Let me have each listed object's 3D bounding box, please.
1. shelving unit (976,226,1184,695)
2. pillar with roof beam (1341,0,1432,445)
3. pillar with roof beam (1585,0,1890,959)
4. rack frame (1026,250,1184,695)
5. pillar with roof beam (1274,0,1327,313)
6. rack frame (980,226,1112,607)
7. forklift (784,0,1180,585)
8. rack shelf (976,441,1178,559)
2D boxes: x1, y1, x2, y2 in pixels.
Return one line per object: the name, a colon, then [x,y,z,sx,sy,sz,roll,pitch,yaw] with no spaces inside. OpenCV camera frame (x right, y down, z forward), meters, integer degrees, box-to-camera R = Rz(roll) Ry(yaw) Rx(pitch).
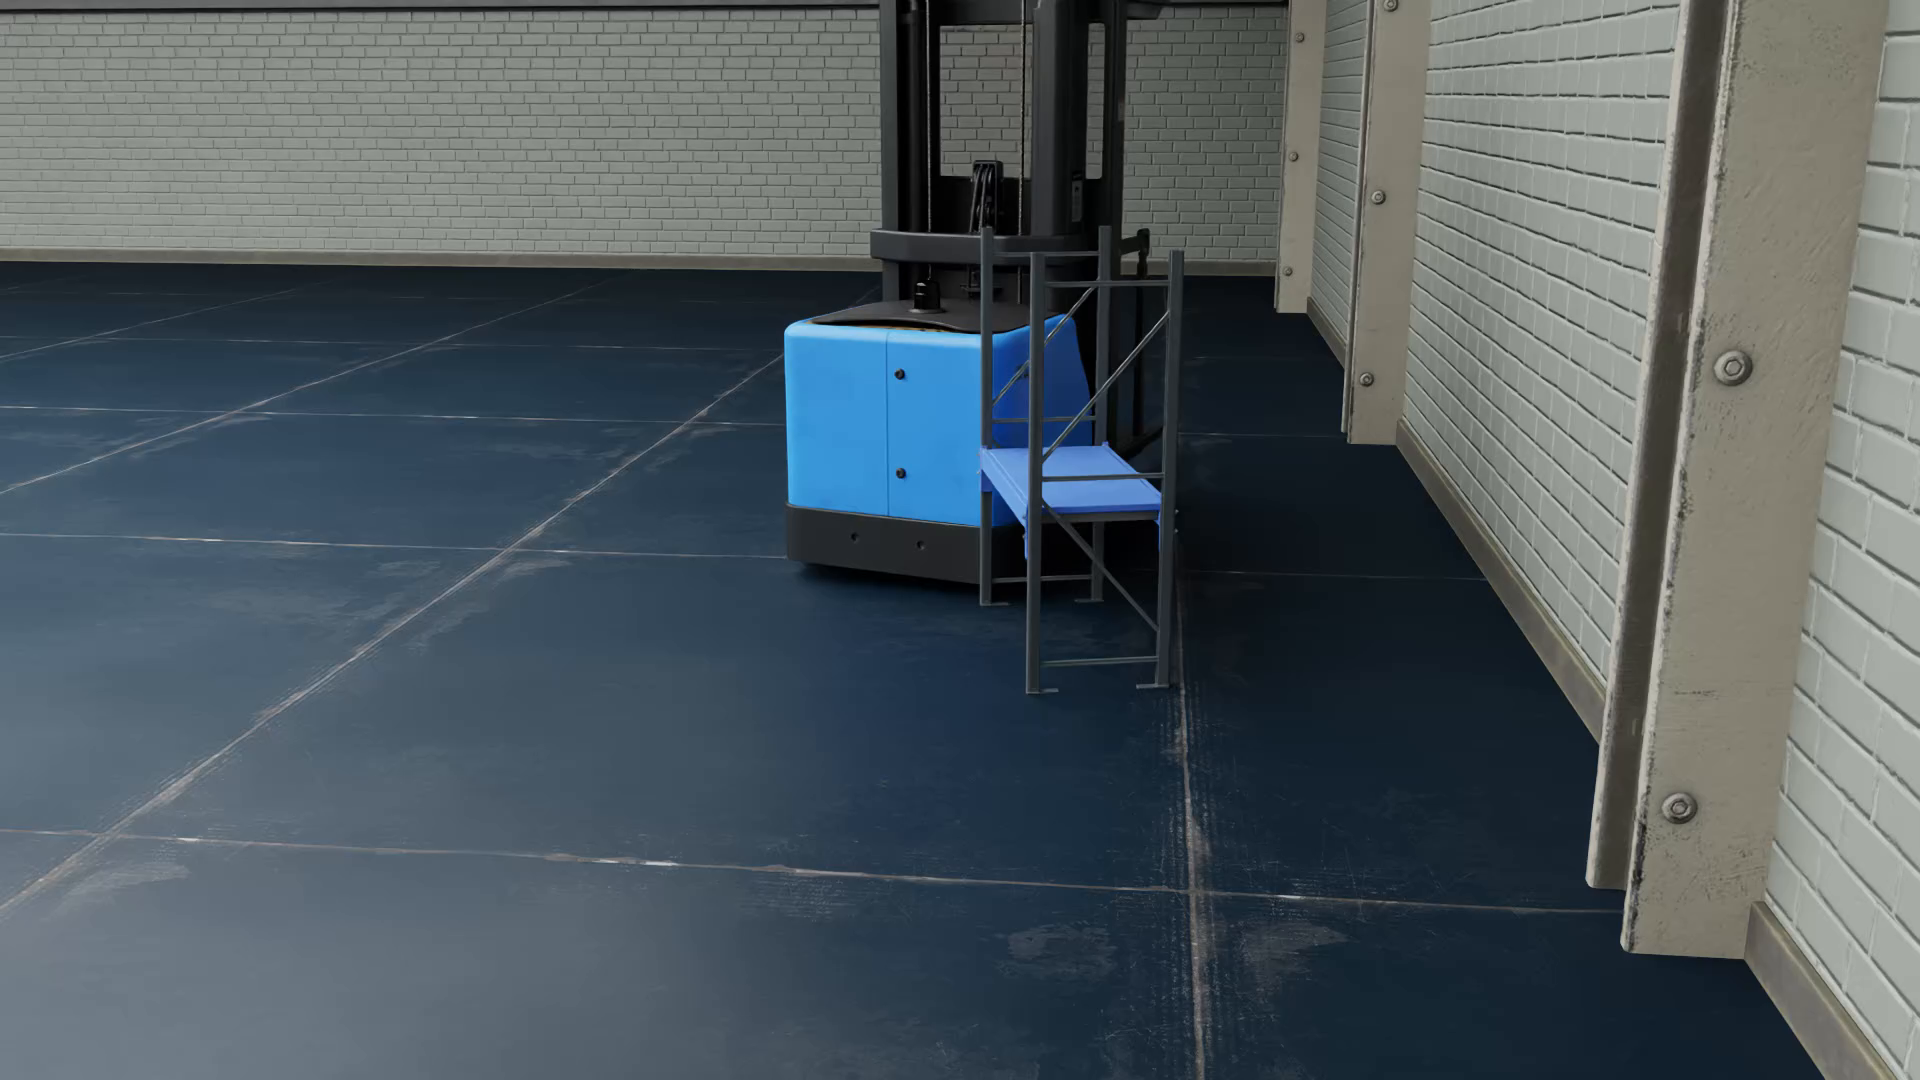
shelving unit: [0.402,-0.336,6.033,0.538,1.500,1.048,-2,15,-8]
pillar with roof beam: [-1.825,-5.083,9.219,9.100,9.000,0.400,2,15,6]
pillar with roof beam: [-2.502,-3.526,3.464,9.100,9.000,0.400,2,15,6]
rack frame: [0.476,-0.205,5.547,0.500,1.500,0.032,-2,15,-8]
pillar with roof beam: [-1.148,-6.639,14.974,9.100,9.000,0.400,2,15,6]
rack frame: [0.329,-0.468,6.519,0.500,1.500,0.032,-2,15,-8]
forklift: [0.316,-1.570,7.852,1.130,2.935,3.031,7,16,23]
rack shelf: [0.402,-0.163,6.080,0.538,0.185,1.000,-2,15,-8]
